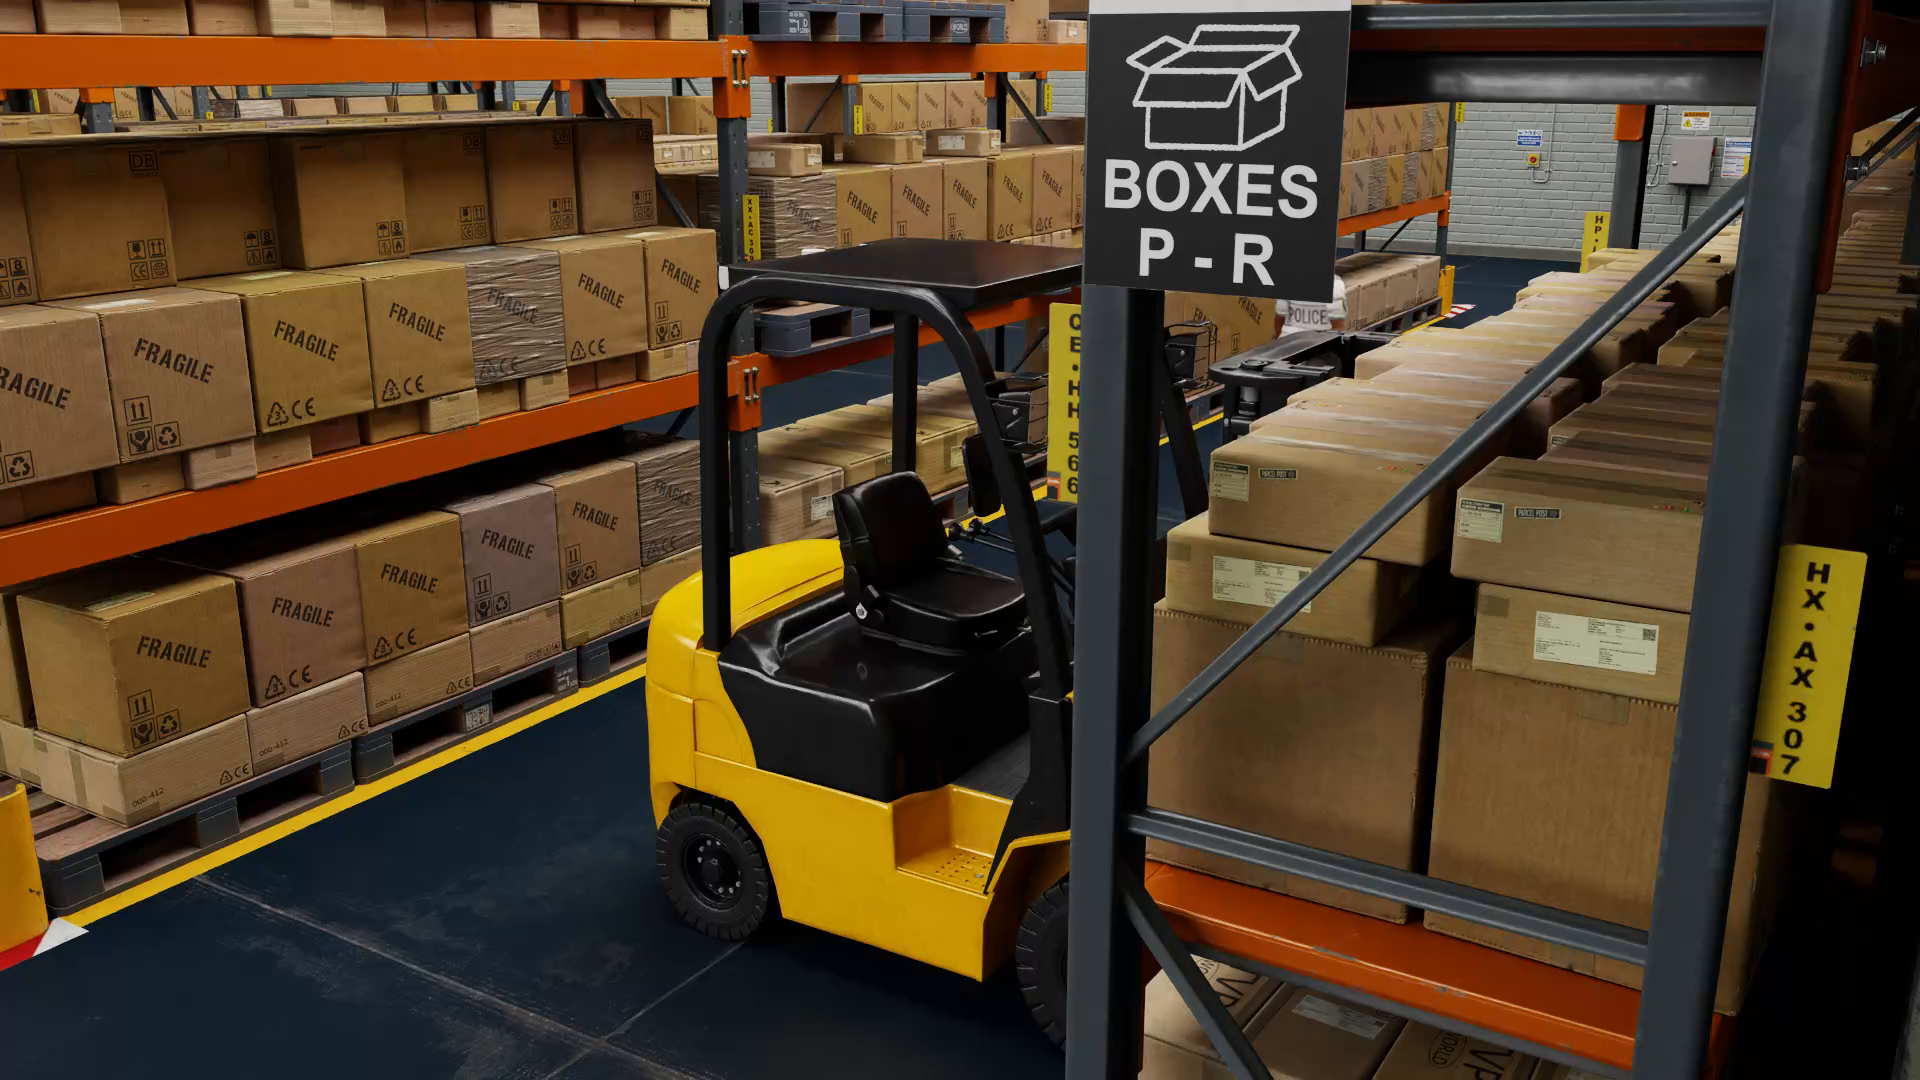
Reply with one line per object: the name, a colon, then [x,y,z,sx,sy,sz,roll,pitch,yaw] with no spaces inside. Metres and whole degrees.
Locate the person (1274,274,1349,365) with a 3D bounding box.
person: [2.259,-1.201,10.709,0.514,1.567,0.530,9,18,28]
